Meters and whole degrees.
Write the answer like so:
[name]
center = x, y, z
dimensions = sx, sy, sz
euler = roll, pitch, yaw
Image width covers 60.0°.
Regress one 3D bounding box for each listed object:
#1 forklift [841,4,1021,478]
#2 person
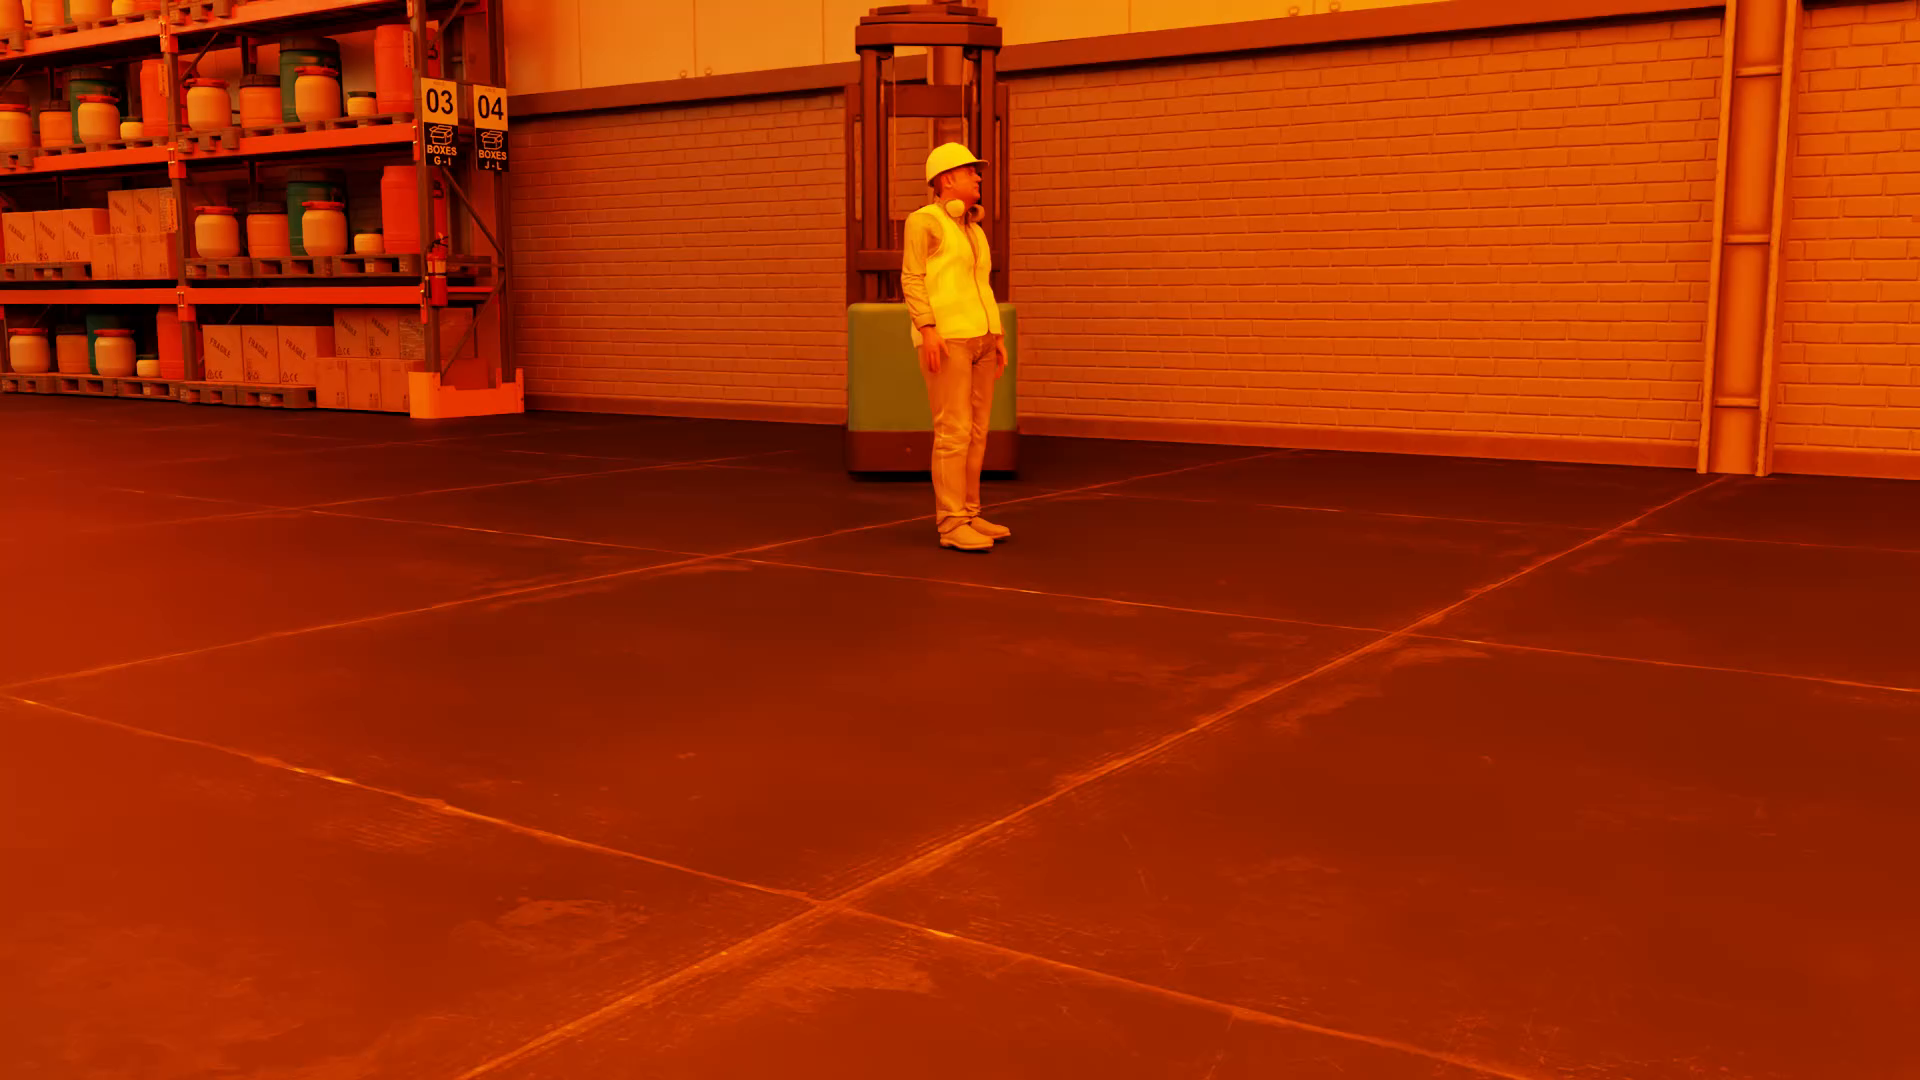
[forklift]
center = -0.227, -2.008, 11.317
dimensions = 1.130, 2.935, 3.031
euler = 0, 8, -3
[person]
center = 0.047, -0.880, 7.437
dimensions = 0.568, 1.773, 0.632
euler = 5, 10, 34
